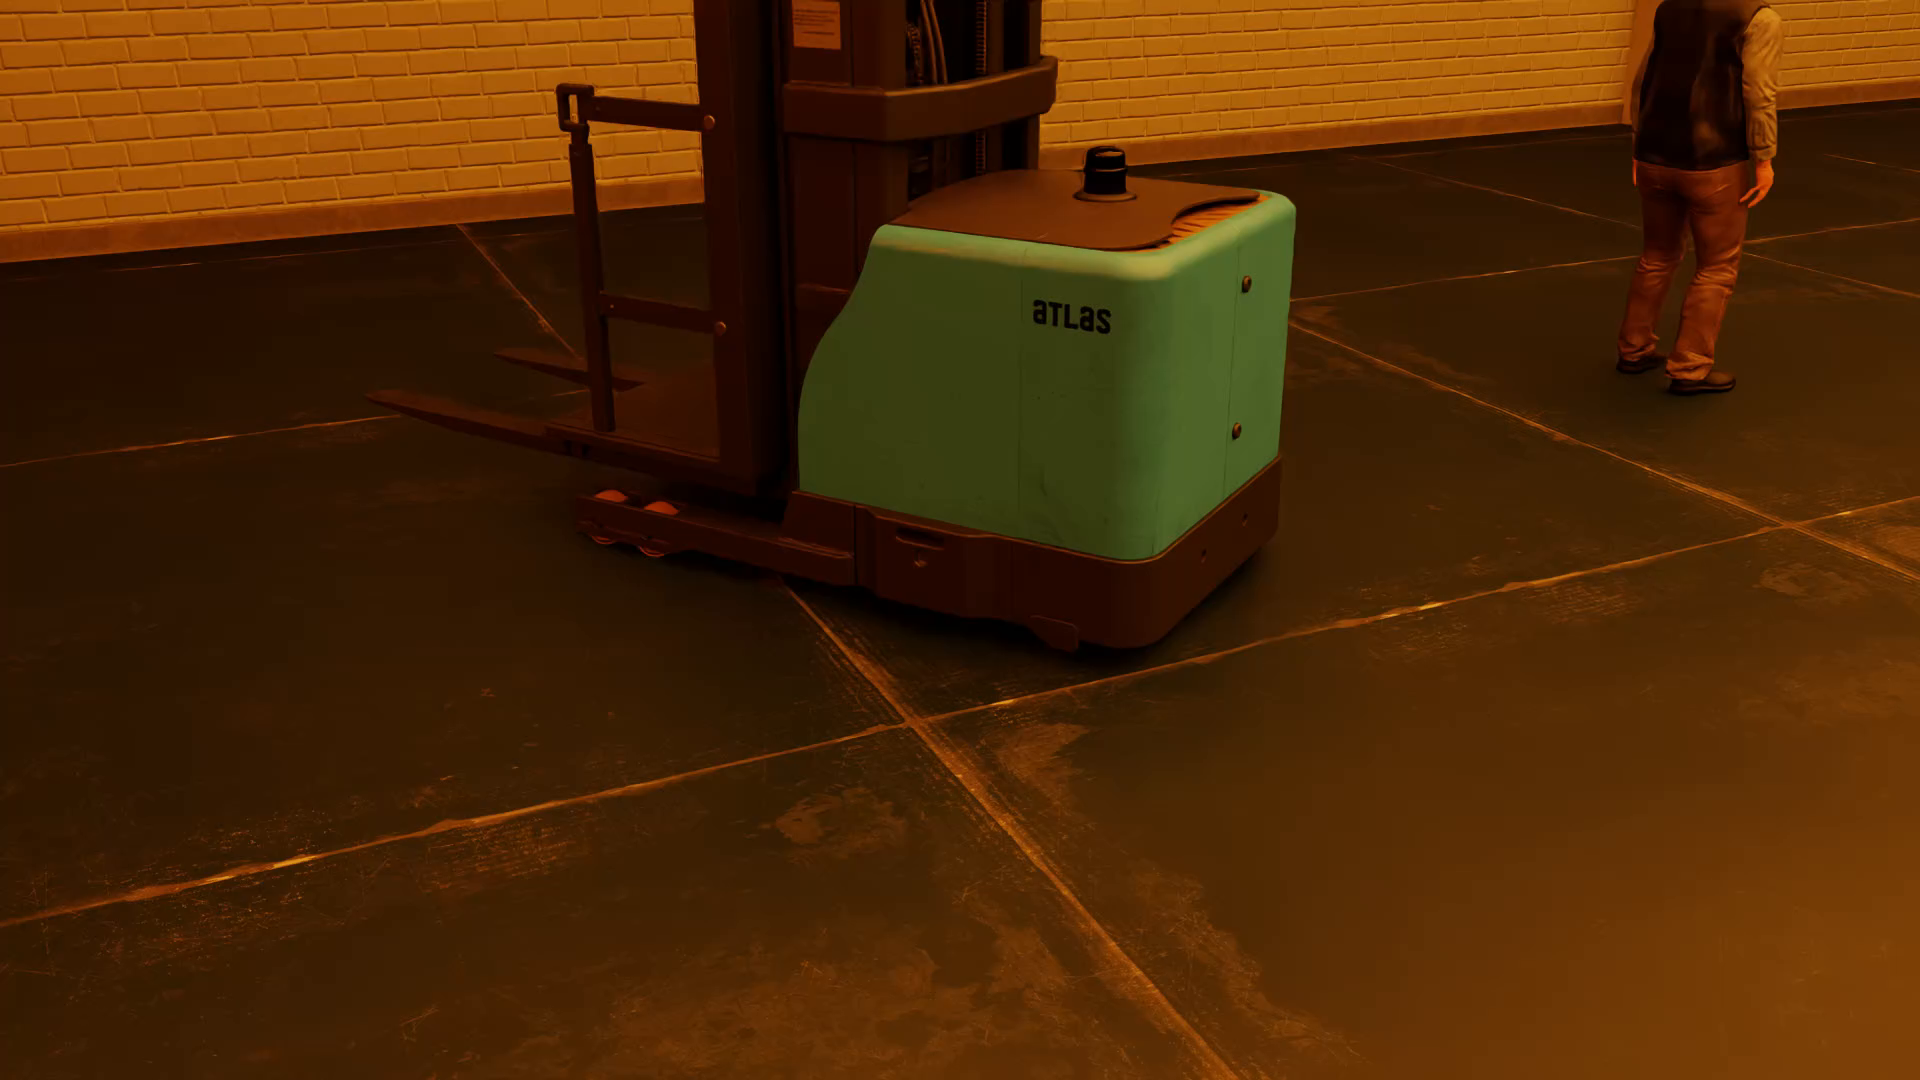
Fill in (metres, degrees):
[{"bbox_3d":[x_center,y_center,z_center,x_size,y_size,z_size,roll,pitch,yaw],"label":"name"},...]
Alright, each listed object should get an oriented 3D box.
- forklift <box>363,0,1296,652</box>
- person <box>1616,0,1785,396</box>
[{"bbox_3d":[-0.580,-1.461,4.802,3.031,2.935,1.130,13,26,28],"label":"forklift"},{"bbox_3d":[2.808,-1.433,6.326,0.446,1.725,0.588,-12,26,-28],"label":"person"}]
